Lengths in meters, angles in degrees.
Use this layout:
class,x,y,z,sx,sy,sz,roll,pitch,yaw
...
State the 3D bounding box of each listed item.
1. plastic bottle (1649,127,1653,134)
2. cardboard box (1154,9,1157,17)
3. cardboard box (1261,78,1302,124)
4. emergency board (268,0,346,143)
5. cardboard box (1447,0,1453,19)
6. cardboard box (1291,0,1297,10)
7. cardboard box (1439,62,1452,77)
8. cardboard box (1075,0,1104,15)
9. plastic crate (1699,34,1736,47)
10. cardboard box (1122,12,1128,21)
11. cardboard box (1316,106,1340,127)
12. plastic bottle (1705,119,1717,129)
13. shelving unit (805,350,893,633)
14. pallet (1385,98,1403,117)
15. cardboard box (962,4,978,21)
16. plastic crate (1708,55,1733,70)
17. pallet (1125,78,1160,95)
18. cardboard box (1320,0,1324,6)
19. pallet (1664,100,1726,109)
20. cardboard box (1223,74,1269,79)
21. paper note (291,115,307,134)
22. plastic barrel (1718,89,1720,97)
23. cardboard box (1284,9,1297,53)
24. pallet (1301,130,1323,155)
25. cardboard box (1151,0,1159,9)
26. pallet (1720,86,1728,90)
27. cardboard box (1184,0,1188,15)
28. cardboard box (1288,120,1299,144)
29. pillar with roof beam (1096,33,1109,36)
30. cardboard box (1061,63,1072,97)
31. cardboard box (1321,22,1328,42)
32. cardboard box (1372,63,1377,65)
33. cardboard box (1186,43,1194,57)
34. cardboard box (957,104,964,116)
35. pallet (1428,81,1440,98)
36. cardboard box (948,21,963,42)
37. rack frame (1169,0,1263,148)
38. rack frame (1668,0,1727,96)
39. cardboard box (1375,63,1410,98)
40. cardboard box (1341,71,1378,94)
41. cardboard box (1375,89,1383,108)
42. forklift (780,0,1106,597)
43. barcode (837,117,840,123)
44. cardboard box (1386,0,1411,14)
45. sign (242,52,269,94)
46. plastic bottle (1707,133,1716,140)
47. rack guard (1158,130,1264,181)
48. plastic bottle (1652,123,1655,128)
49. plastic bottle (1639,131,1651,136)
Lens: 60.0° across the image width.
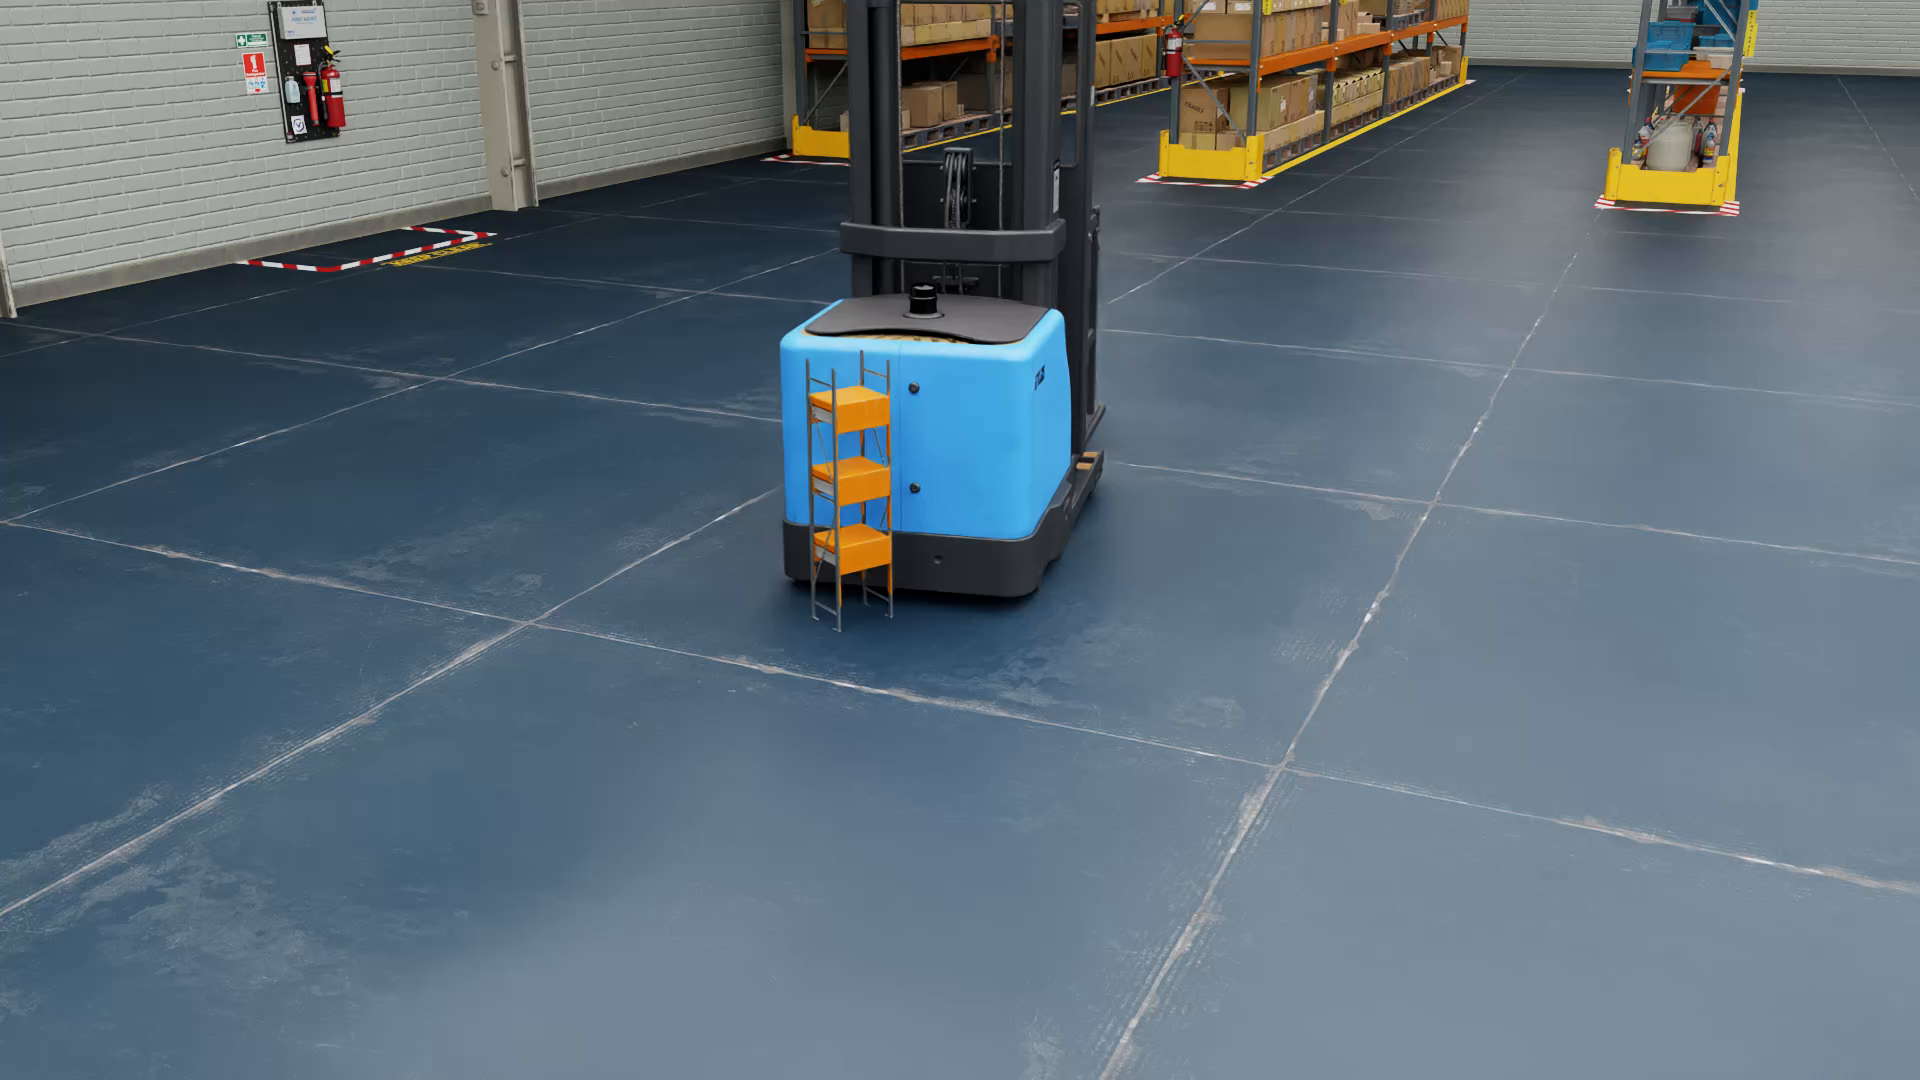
class,x,y,z,sx,sy,sz,roll,pitch,yaw
plastic bottle,8.256,-4.812,19.938,0.097,0.271,0.097,0,20,0
cardboard box,3.426,-9.742,30.729,0.380,0.149,0.250,9,21,23
cardboard box,3.953,-5.493,20.796,0.500,0.500,0.500,9,21,23
emergency board,-5.614,-4.073,14.444,0.194,1.169,0.643,9,21,23
cardboard box,8.698,-9.789,30.369,0.500,0.500,0.500,8,21,22
cardboard box,3.901,-6.559,20.317,0.380,0.149,0.250,9,21,23
cardboard box,9.051,-8.962,31.640,0.500,0.250,0.500,9,21,23
cardboard box,2.101,-9.080,27.901,0.500,0.500,0.500,9,22,24
plastic crate,8.863,-5.742,19.360,0.499,0.251,0.616,9,21,23
cardboard box,2.747,-9.280,29.430,0.380,0.149,0.250,9,22,24
cardboard box,4.942,-5.860,22.947,0.500,0.250,0.500,8,21,21
plastic bottle,9.068,-4.911,20.097,0.144,0.351,0.185,8,21,21
shelving unit,-0.424,-0.185,6.419,0.252,1.050,0.215,-14,24,-34
pallet,6.529,-7.001,26.838,1.003,0.211,1.213,9,21,23
cardboard box,-0.080,-7.499,23.153,0.500,0.500,0.500,8,21,22
plastic crate,8.091,-5.070,17.642,0.298,0.136,0.250,9,21,23
pallet,3.059,-8.433,30.865,1.003,0.211,1.213,9,21,23
cardboard box,4.532,-7.033,21.652,0.380,0.149,0.250,8,21,22
pallet,11.492,-6.715,26.036,1.003,0.211,1.213,9,21,23
cardboard box,3.666,-5.720,21.433,0.500,0.500,0.500,9,21,23
paper note,-5.749,-3.613,14.466,0.016,0.148,0.142,9,21,23
plastic barrel,11.816,-7.462,26.479,0.600,0.901,0.708,9,21,23
cardboard box,3.748,-6.307,20.579,0.700,0.500,0.500,9,22,24
pallet,4.187,-5.317,22.105,1.003,0.211,1.213,9,21,23
cardboard box,3.347,-10.014,30.526,0.500,0.500,0.500,8,21,22
pallet,13.109,-7.924,29.435,1.003,0.211,1.213,9,21,23
cardboard box,3.847,-10.520,32.125,0.980,0.700,0.700,8,21,21
cardboard box,3.952,-5.140,20.922,0.500,0.250,0.500,9,21,23
pillar with roof beam,6.731,-12.561,29.360,9.100,9.000,0.400,9,21,23
cardboard box,1.421,-7.572,27.358,0.700,0.500,0.500,9,21,23
cardboard box,4.713,-6.954,22.771,0.500,0.250,0.500,10,22,26
cardboard box,6.570,-7.597,27.428,0.500,0.500,0.500,8,21,21
cardboard box,4.339,-9.701,33.374,0.700,0.500,0.500,8,21,21
cardboard box,-0.161,-6.252,24.143,0.380,0.166,0.250,6,20,16
pallet,8.109,-8.210,30.240,1.003,0.211,1.213,9,21,23
cardboard box,-0.290,-6.992,22.848,0.500,0.250,0.500,8,21,22
rack frame,2.913,-5.646,18.867,1.000,3.000,0.127,9,21,23
rack frame,12.345,-8.633,27.268,1.000,3.000,0.127,9,21,23
cardboard box,7.056,-7.534,27.251,0.500,0.500,0.500,8,21,22
cardboard box,5.993,-6.904,25.046,0.500,0.311,0.500,8,21,22
cardboard box,6.196,-6.799,25.588,0.500,0.250,0.500,9,22,24
forklift,0.097,-1.612,7.627,1.130,2.935,3.031,4,20,12
barcode,-1.600,-5.529,21.881,0.001,0.075,0.075,9,21,23
cardboard box,6.893,-8.798,26.954,0.700,0.500,0.500,13,23,33
sign,-5.934,-3.935,14.002,0.001,0.329,0.234,9,21,23
plastic bottle,8.722,-4.596,19.330,0.097,0.271,0.097,0,20,0
rack guard,2.903,-4.461,19.266,1.175,0.500,0.348,9,21,23
plastic bottle,8.431,-4.972,20.381,0.152,0.276,0.135,9,22,25
plastic bottle,7.968,-4.626,19.409,0.152,0.276,0.135,8,21,21
